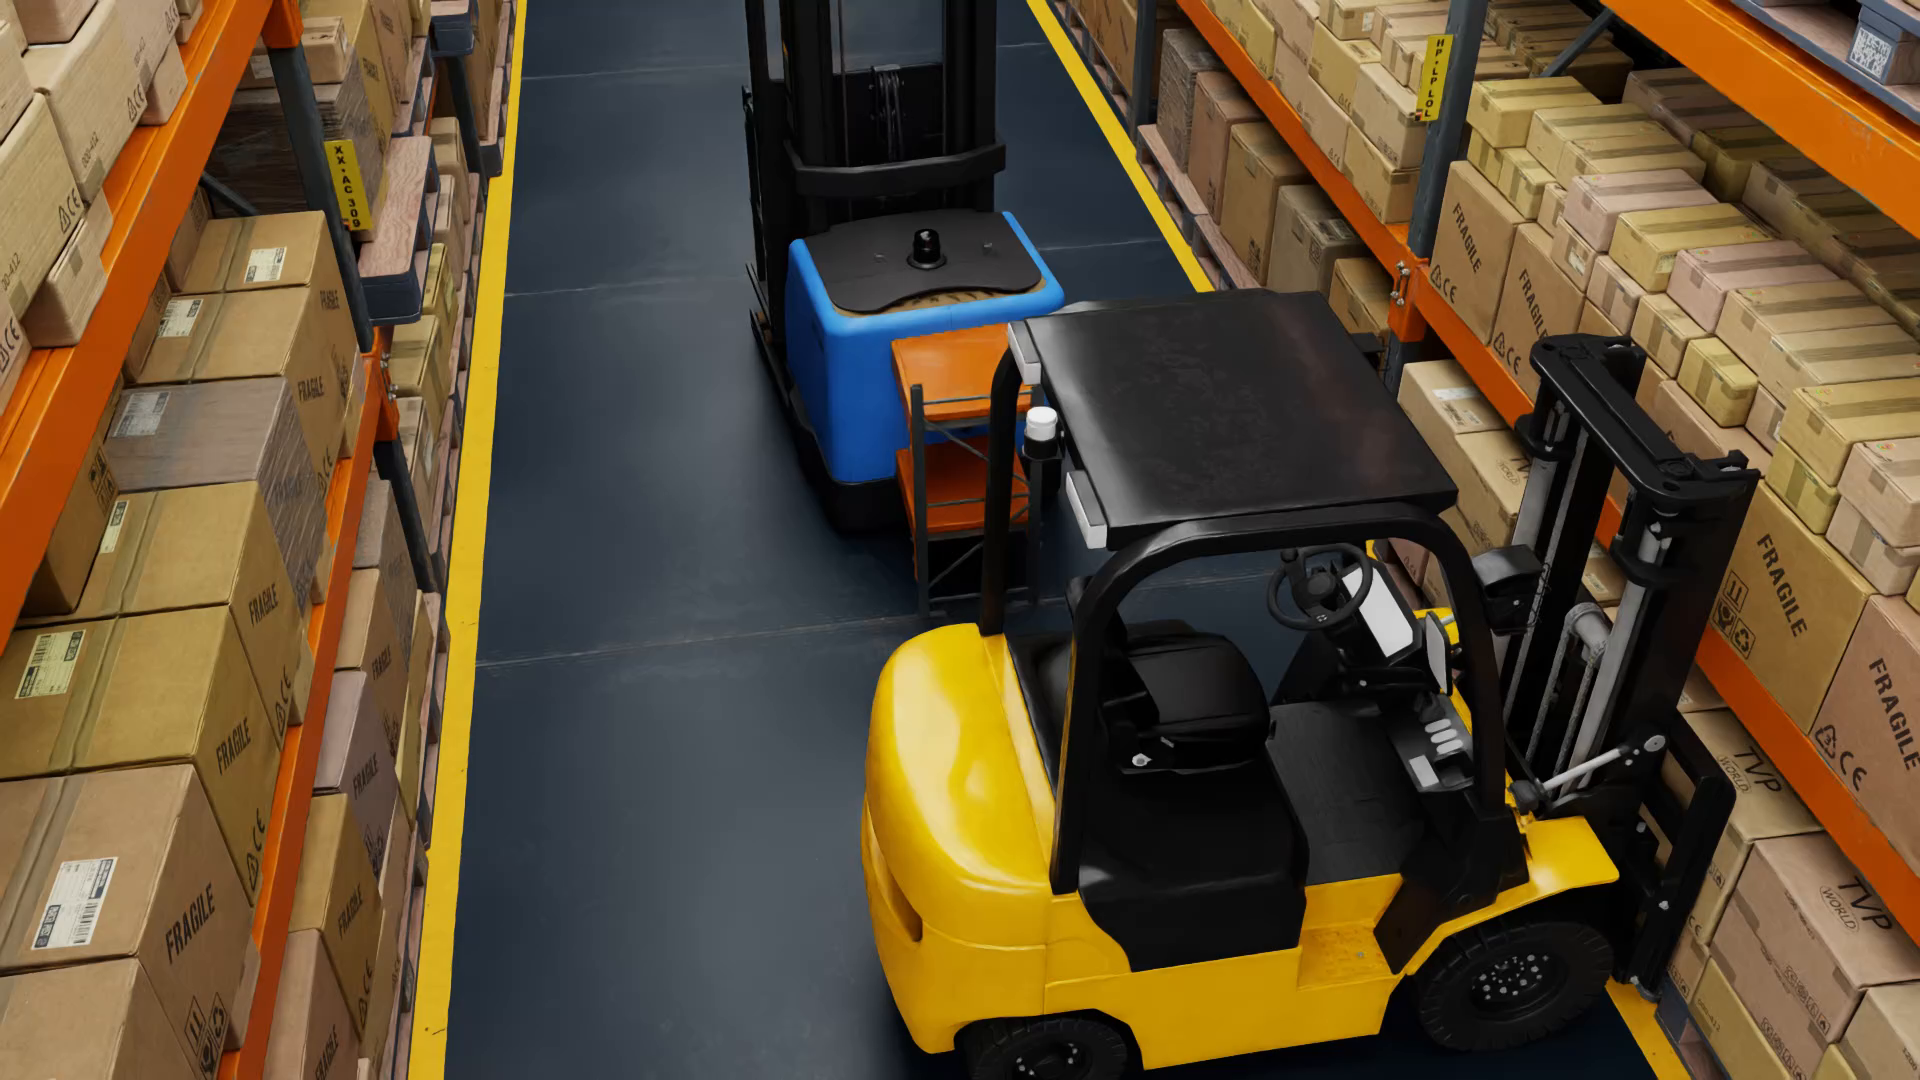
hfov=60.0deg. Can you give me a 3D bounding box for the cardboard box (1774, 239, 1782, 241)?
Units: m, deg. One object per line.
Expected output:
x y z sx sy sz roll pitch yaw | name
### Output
2.735 -0.841 5.278 0.380 0.149 0.250 -5 38 -6 | cardboard box

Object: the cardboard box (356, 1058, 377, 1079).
-1.862 1.713 4.499 0.500 0.250 0.500 -5 38 -6 | cardboard box

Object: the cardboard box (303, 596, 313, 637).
-2.059 0.235 4.708 0.380 0.149 0.250 -7 38 -9 | cardboard box

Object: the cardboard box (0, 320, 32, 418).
-1.914 -0.321 2.978 0.380 0.149 0.250 -7 38 -9 | cardboard box

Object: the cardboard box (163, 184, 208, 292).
-2.748 -1.060 5.030 0.700 0.500 0.500 -7 38 -8 | cardboard box

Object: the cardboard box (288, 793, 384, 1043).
-1.961 1.093 4.686 0.500 0.500 0.500 -6 38 -7 | cardboard box

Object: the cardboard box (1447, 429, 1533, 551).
2.130 -0.172 6.110 0.500 0.250 0.500 -6 38 -8 | cardboard box

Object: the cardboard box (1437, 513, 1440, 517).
2.055 -0.285 6.663 0.500 0.250 0.500 -6 38 -8 | cardboard box

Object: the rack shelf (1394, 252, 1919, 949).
2.625 0.159 5.187 1.077 0.370 4.000 -6 38 -8 | rack shelf

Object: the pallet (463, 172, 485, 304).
-3.178 -1.640 9.188 1.003 0.211 1.213 -6 38 -8 | pallet

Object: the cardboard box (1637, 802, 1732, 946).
2.394 0.932 5.097 0.500 0.250 0.500 -7 38 -9 | cardboard box

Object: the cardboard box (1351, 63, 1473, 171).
1.936 -1.740 6.760 0.500 0.250 0.500 -7 38 -9 | cardboard box

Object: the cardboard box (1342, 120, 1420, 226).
1.928 -1.550 6.922 0.500 0.250 0.500 -5 38 -7 | cardboard box

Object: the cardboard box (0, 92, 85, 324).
-1.930 -0.571 2.974 0.500 0.250 0.500 -5 38 -7 | cardboard box

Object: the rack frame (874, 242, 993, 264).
-0.102 -0.776 7.311 0.500 1.125 0.032 -7 39 -7 | rack frame

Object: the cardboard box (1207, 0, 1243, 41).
1.590 -2.781 8.507 0.500 0.250 0.500 -7 38 -9 | cardboard box

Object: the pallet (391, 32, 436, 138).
-2.926 -1.946 7.466 1.003 0.211 1.213 -6 38 -8 | pallet

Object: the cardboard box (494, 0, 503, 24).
-3.661 -4.045 11.401 0.875 0.875 0.875 -5 38 -7 | cardboard box

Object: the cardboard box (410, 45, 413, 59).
-2.675 -2.179 7.473 0.380 0.149 0.250 -7 38 -9 | cardboard box

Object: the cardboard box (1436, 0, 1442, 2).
2.301 -2.488 7.397 0.380 0.149 0.250 -6 38 -8 | cardboard box

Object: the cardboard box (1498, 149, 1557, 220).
2.118 -1.252 5.806 0.380 0.149 0.250 -5 38 -7 | cardboard box

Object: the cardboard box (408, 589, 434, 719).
-2.244 0.451 6.123 0.500 0.250 0.500 -5 38 -6 | cardboard box

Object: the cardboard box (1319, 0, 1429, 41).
1.765 -2.263 7.108 0.380 0.149 0.250 -7 38 -9 | cardboard box

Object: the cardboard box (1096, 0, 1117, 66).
1.210 -3.463 10.958 0.500 0.500 0.500 -7 38 -9 | cardboard box

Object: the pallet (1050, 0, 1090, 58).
1.269 -3.838 12.018 1.003 0.211 1.213 -6 38 -8 | pallet

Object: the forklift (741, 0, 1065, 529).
-0.445 -2.113 7.581 1.130 2.935 3.031 -10 39 -13 | forklift

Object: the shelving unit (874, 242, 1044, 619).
-0.016 -0.465 6.919 0.538 1.125 1.048 -7 39 -7 | shelving unit

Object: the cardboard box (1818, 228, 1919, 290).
2.820 -0.809 4.993 0.380 0.149 0.250 -7 38 -8 | cardboard box

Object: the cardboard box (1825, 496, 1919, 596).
2.454 -0.014 4.212 0.380 0.149 0.250 -7 38 -9 | cardboard box

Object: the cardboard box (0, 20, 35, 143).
-1.889 -0.791 2.934 0.380 0.149 0.250 -5 38 -7 | cardboard box

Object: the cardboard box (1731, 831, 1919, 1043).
2.492 1.056 4.530 0.500 0.250 0.500 -6 38 -7 | cardboard box

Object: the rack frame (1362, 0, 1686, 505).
2.274 -1.333 6.521 1.000 3.000 0.127 -6 38 -8 | rack frame

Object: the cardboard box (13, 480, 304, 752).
-2.002 0.220 4.198 0.500 0.500 0.500 -7 38 -9 | cardboard box

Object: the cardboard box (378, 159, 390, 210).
-2.433 -1.383 6.448 0.380 0.149 0.250 -5 38 -7 | cardboard box

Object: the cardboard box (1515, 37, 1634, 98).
2.424 -1.864 6.594 0.380 0.149 0.250 -7 38 -9 | cardboard box

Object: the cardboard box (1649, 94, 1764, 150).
2.631 -1.430 5.793 0.380 0.149 0.250 -7 38 -9 | cardboard box

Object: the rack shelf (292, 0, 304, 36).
-2.963 -2.905 6.686 1.077 0.370 4.000 -6 38 -8 | rack shelf

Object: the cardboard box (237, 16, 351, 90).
-2.346 -1.698 5.796 0.380 0.149 0.250 -6 38 -8 | cardboard box

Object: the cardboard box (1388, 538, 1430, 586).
2.033 -0.085 6.814 0.500 0.250 0.500 -6 38 -7 | cardboard box

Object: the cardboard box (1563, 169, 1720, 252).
2.170 -1.054 5.309 0.380 0.149 0.250 -5 38 -7 | cardboard box

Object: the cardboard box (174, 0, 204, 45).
-2.230 -1.410 4.380 0.380 0.149 0.250 -6 38 -7 | cardboard box

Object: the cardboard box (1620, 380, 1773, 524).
2.360 -0.152 4.919 0.500 0.500 0.500 -6 38 -8 | cardboard box

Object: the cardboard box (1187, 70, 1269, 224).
1.791 -2.205 9.237 0.875 0.625 0.625 -5 38 -6 | cardboard box

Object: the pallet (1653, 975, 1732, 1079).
2.800 1.727 4.855 1.003 0.211 1.213 -6 38 -8 | pallet

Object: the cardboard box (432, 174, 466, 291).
-3.087 -1.554 8.605 0.950 0.372 0.625 -7 38 -9 | cardboard box

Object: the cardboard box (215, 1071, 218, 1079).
-1.791 1.171 3.503 0.380 0.149 0.250 -7 38 -9 | cardboard box

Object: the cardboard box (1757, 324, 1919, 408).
2.430 -0.450 4.531 0.380 0.149 0.250 -6 38 -7 | cardboard box

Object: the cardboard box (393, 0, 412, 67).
-2.674 -2.345 7.158 0.500 0.500 0.500 -8 39 -10 | cardboard box

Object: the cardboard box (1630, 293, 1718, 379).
2.267 -0.632 5.008 0.380 0.149 0.250 -7 38 -9 | cardboard box
